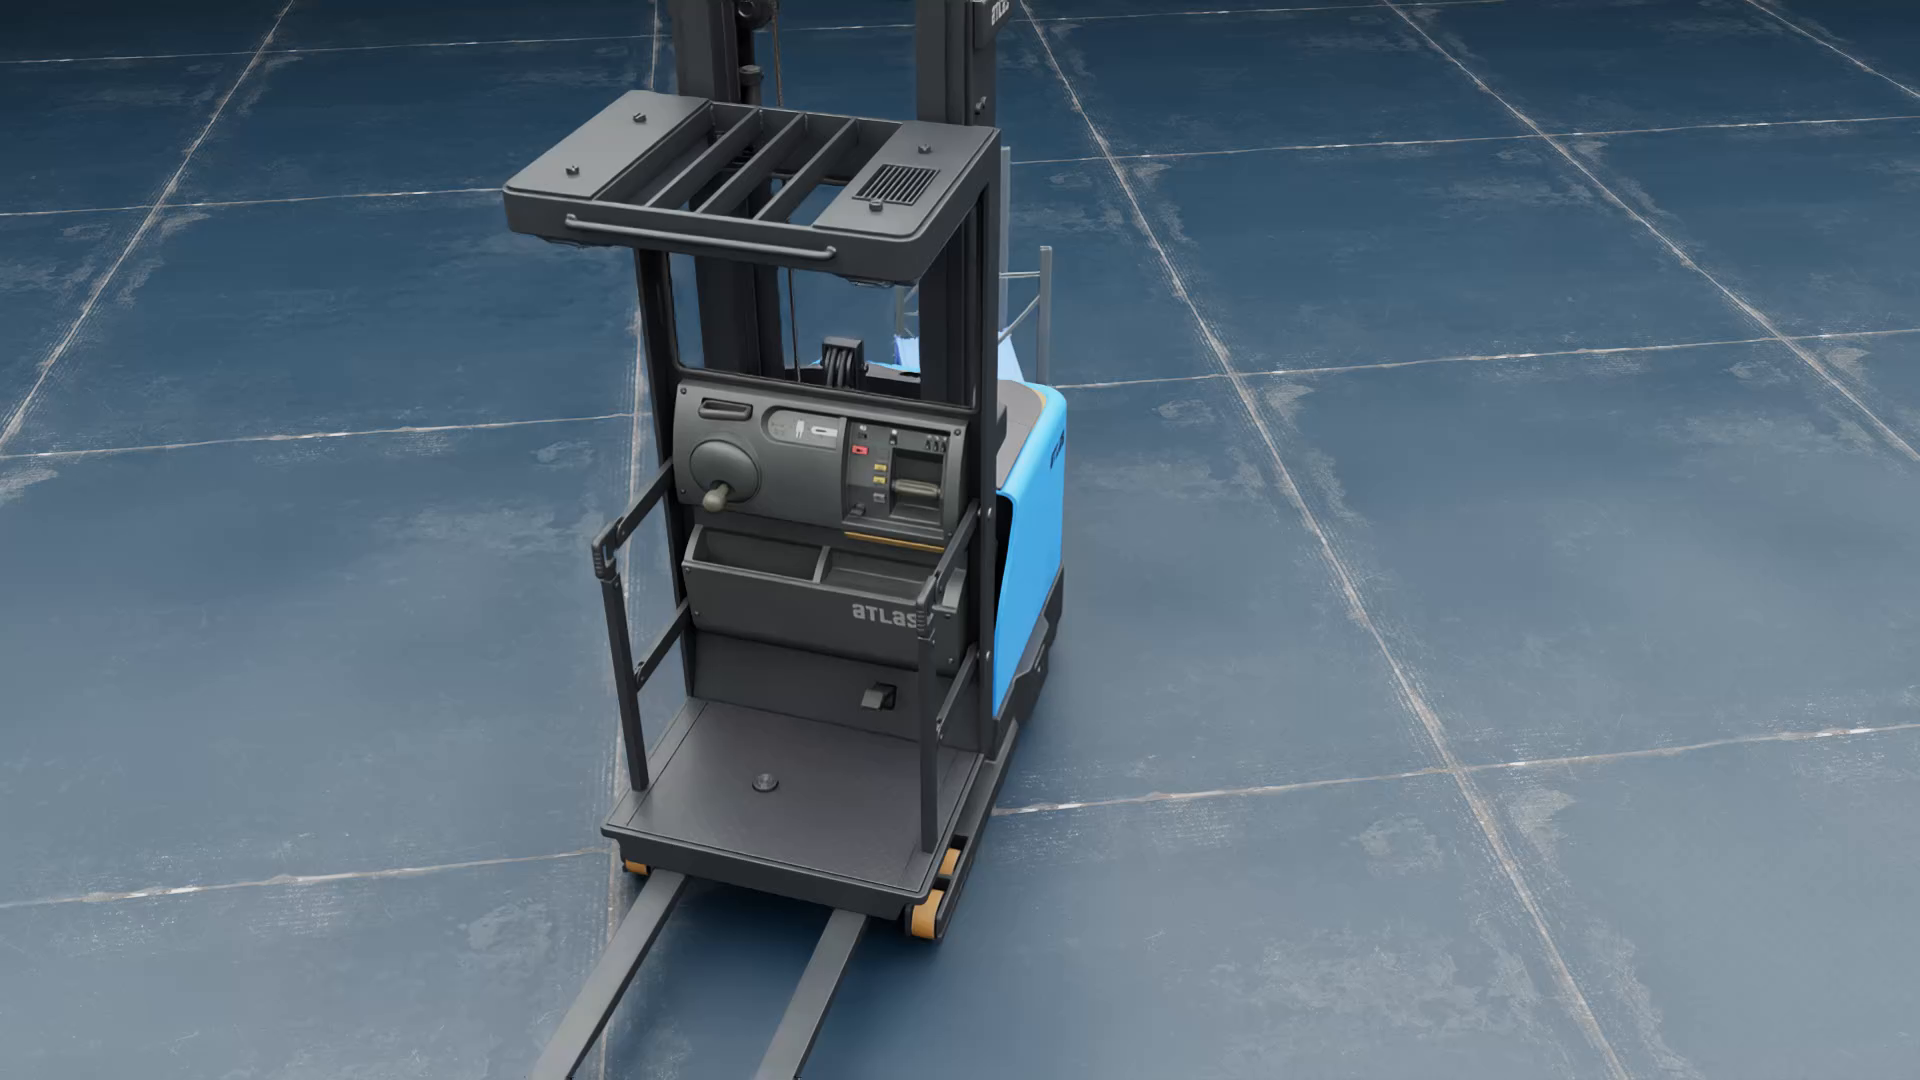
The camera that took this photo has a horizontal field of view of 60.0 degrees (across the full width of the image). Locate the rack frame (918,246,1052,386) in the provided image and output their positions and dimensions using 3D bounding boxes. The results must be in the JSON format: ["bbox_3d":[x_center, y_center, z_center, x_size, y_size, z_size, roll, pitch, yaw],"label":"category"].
[{"bbox_3d":[0.092,-0.449,6.577,0.500,1.500,0.032,-4,34,-6],"label":"rack frame"}]

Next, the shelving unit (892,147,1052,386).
[{"bbox_3d":[0.027,-0.733,6.993,0.538,1.500,1.048,-4,34,-6],"label":"shelving unit"}]

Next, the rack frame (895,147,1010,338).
[{"bbox_3d":[-0.038,-1.017,7.410,0.500,1.500,0.032,-4,34,-6],"label":"rack frame"}]

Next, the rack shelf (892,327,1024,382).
[{"bbox_3d":[0.027,-0.584,7.095,0.538,0.185,1.000,-4,34,-6],"label":"rack shelf"}]

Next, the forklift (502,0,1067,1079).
[{"bbox_3d":[-0.495,-0.175,4.904,1.130,2.935,3.031,9,35,14],"label":"forklift"}]
